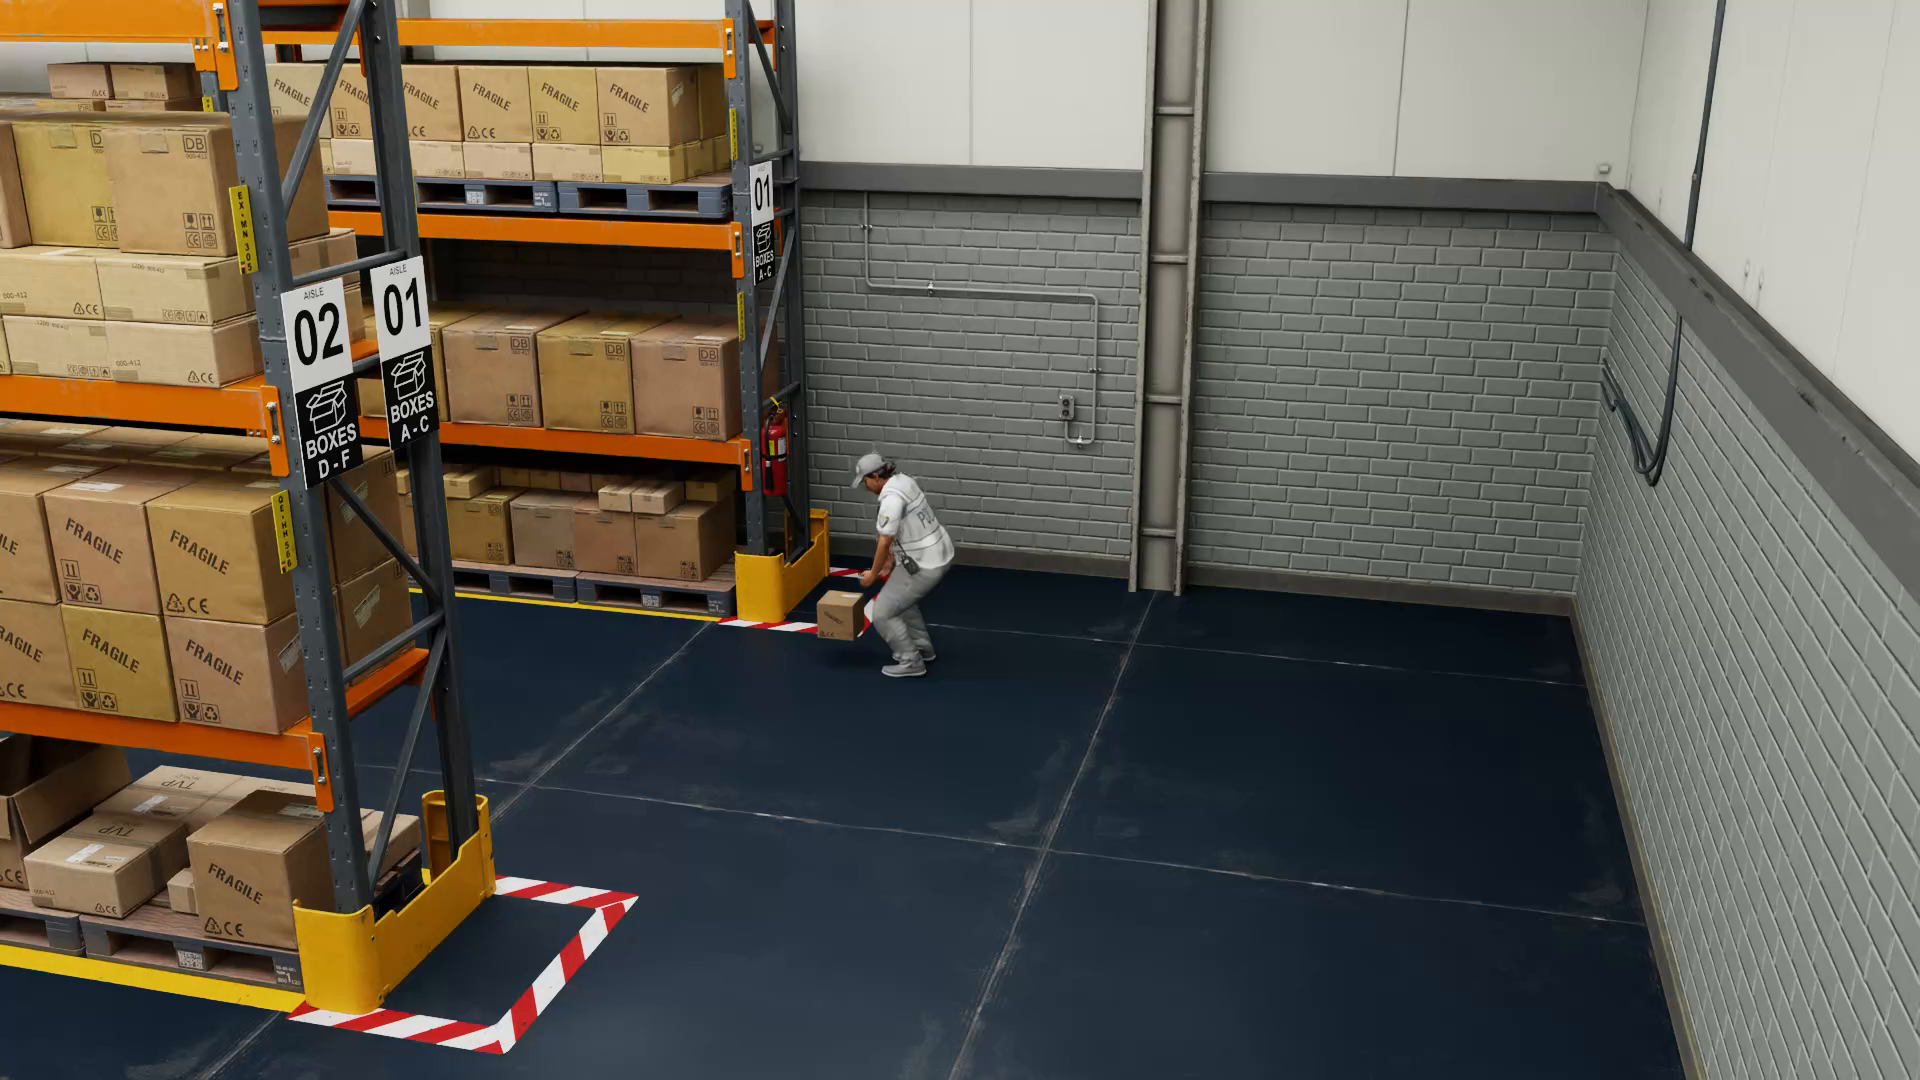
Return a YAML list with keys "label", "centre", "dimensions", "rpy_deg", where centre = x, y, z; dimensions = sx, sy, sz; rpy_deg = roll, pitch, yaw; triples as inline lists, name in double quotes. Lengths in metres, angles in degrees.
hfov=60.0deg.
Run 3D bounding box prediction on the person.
- label: "person"
  centre: [-0.380, 0.163, 10.878]
  dimensions: [0.652, 1.480, 0.528]
  rpy_deg: [5, 19, 14]
